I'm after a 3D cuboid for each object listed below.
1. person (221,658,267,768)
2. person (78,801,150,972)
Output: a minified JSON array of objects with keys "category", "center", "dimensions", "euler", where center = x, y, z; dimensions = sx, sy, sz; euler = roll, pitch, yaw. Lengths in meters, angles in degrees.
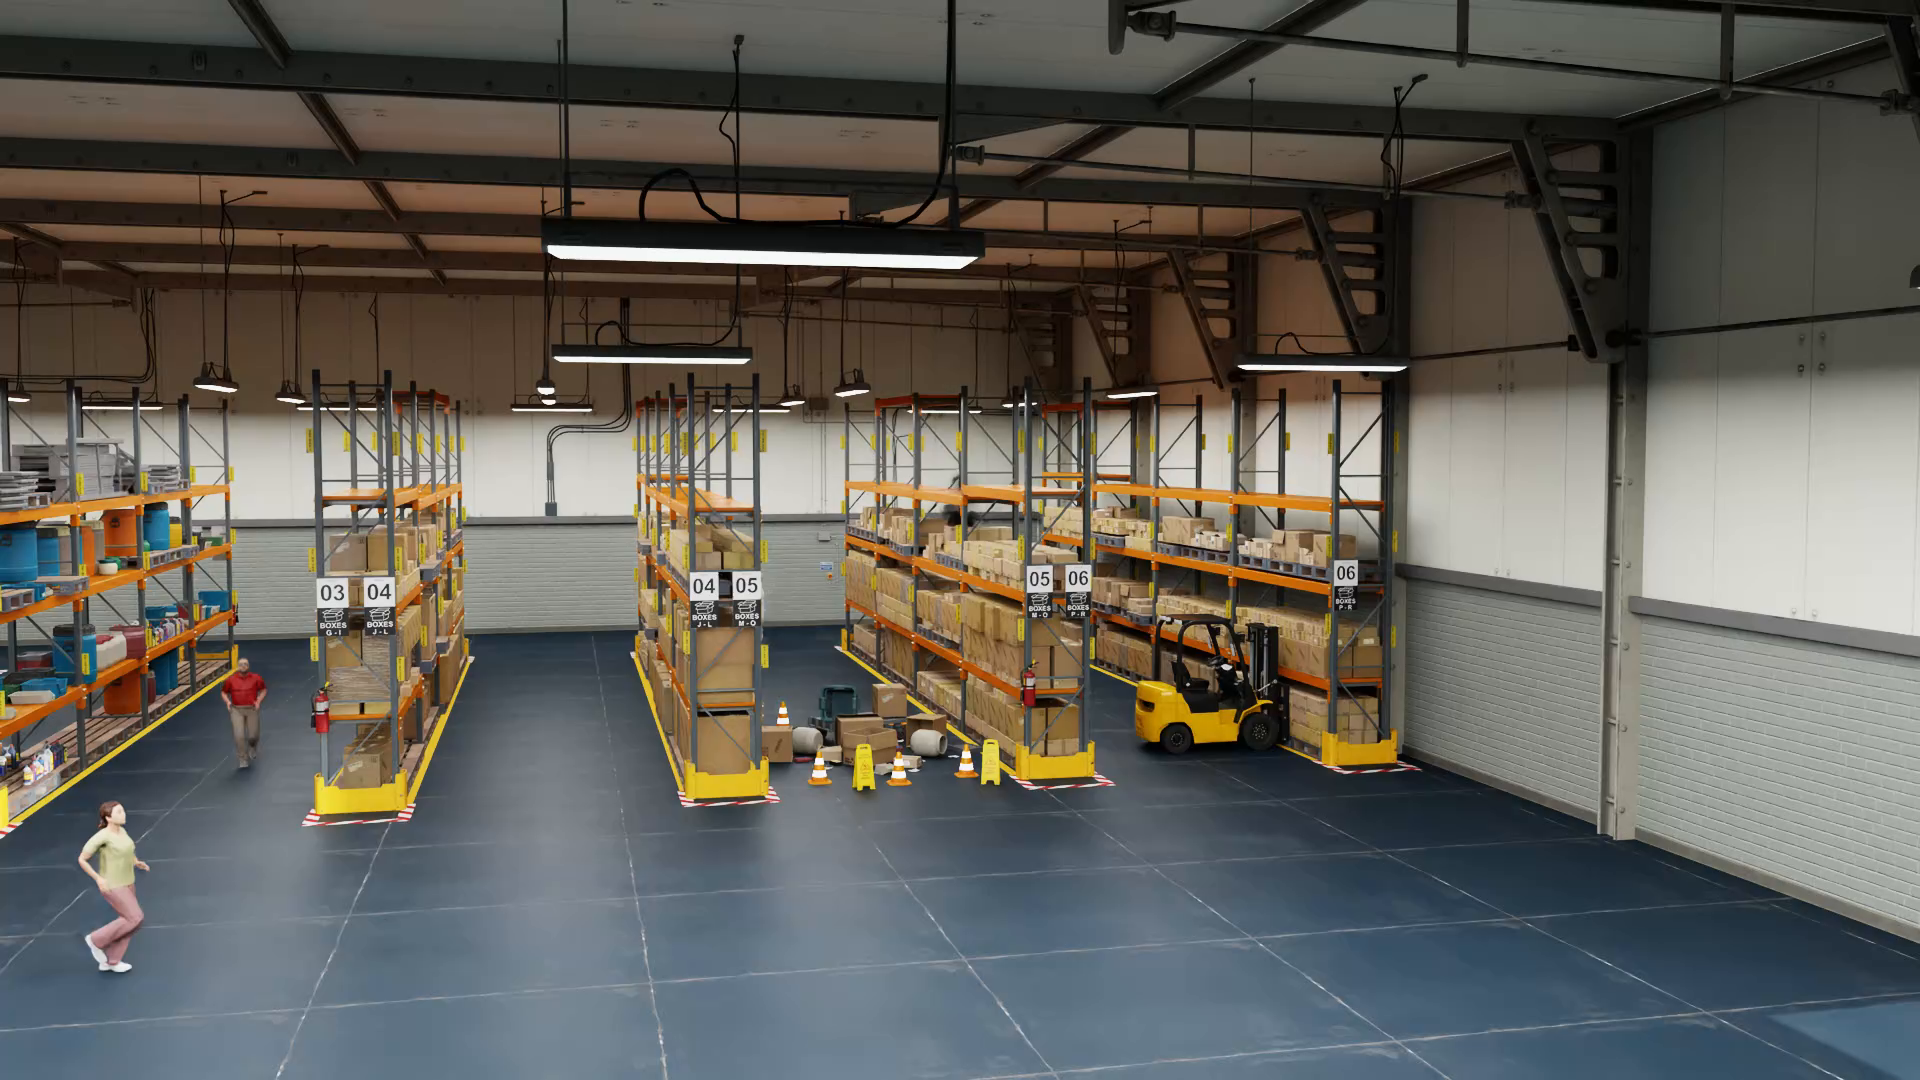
[{"category":"person","center":[-11.125,2.670,25.846],"dimensions":[0.661,1.671,0.629],"euler":[-1,4,-23]},{"category":"person","center":[-7.968,3.278,15.747],"dimensions":[0.540,1.627,0.575],"euler":[0,3,4]}]
